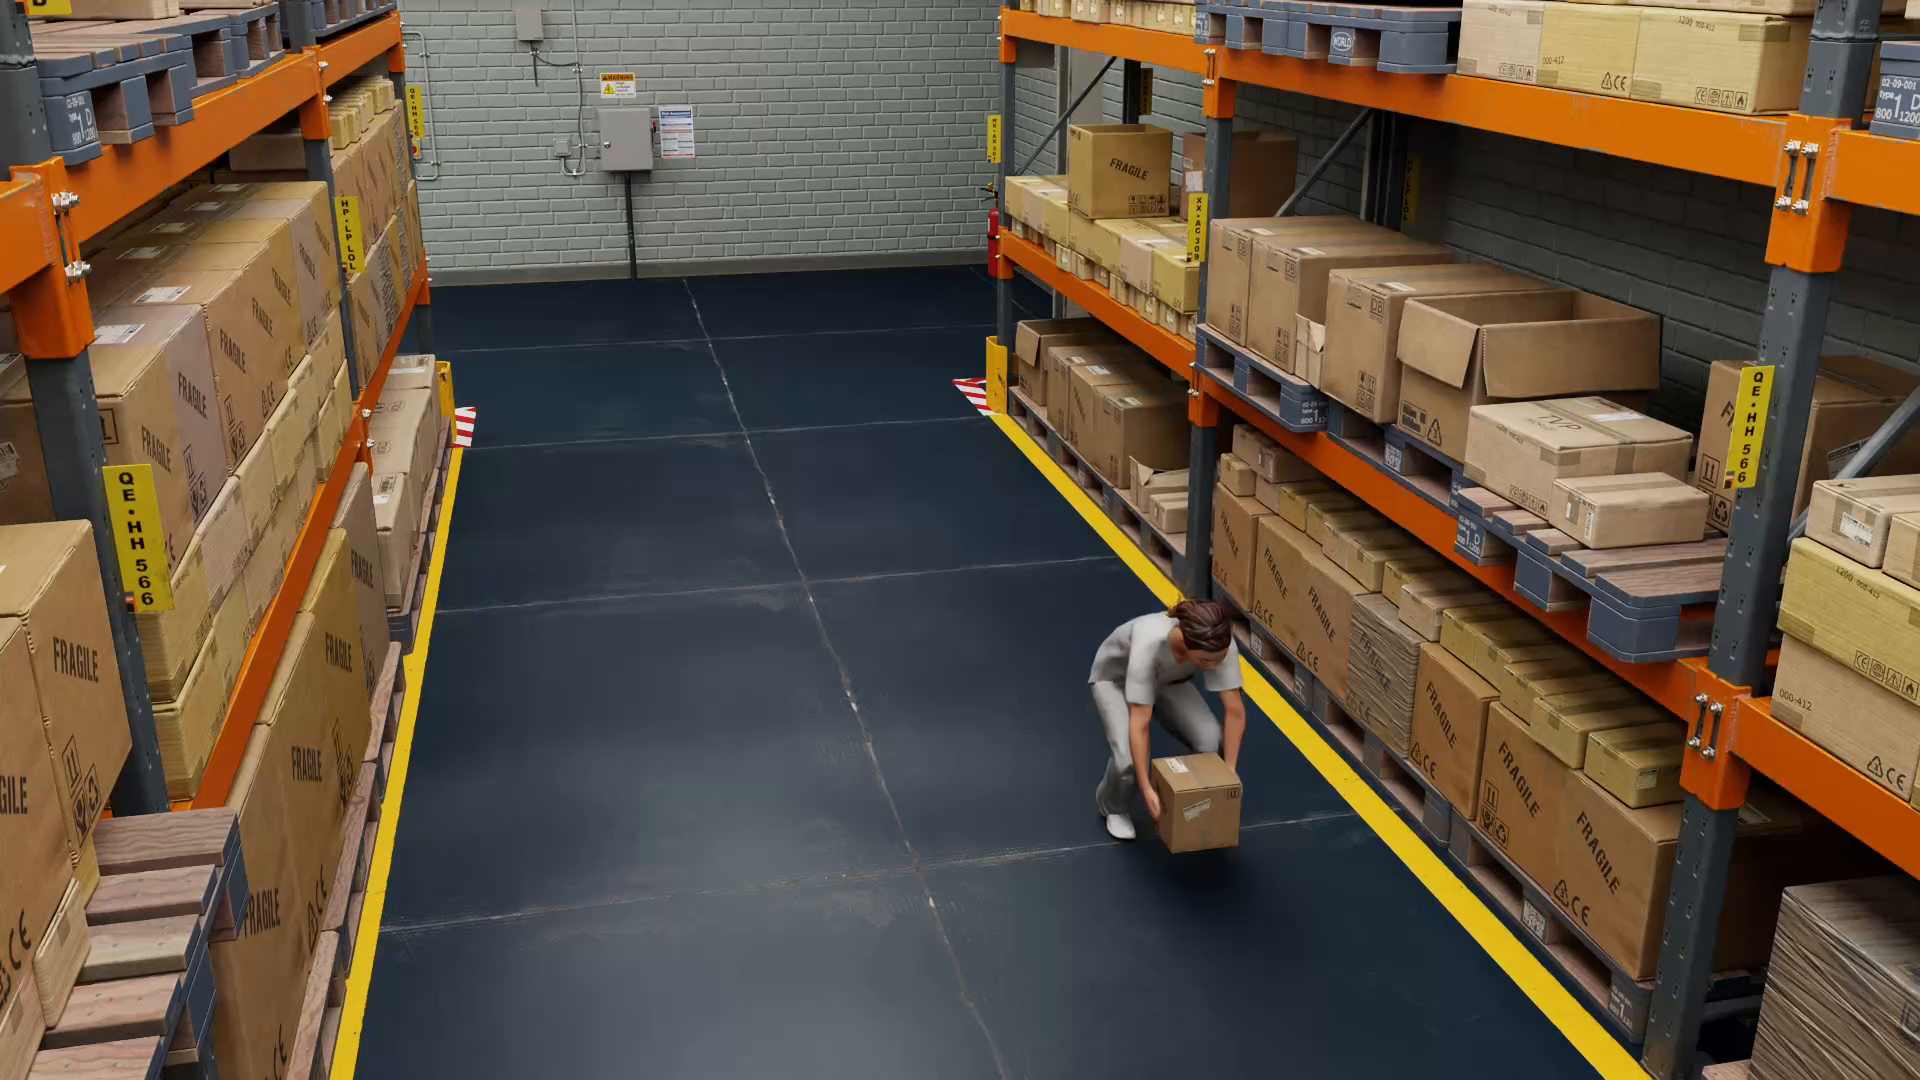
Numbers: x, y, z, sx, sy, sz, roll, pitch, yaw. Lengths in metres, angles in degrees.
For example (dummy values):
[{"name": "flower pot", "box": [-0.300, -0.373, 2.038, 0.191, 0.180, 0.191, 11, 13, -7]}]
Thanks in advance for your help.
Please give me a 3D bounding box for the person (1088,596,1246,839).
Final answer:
[{"name": "person", "box": [0.775, 0.631, 6.244, 0.491, 1.048, 0.761, -5, 20, -14]}]
